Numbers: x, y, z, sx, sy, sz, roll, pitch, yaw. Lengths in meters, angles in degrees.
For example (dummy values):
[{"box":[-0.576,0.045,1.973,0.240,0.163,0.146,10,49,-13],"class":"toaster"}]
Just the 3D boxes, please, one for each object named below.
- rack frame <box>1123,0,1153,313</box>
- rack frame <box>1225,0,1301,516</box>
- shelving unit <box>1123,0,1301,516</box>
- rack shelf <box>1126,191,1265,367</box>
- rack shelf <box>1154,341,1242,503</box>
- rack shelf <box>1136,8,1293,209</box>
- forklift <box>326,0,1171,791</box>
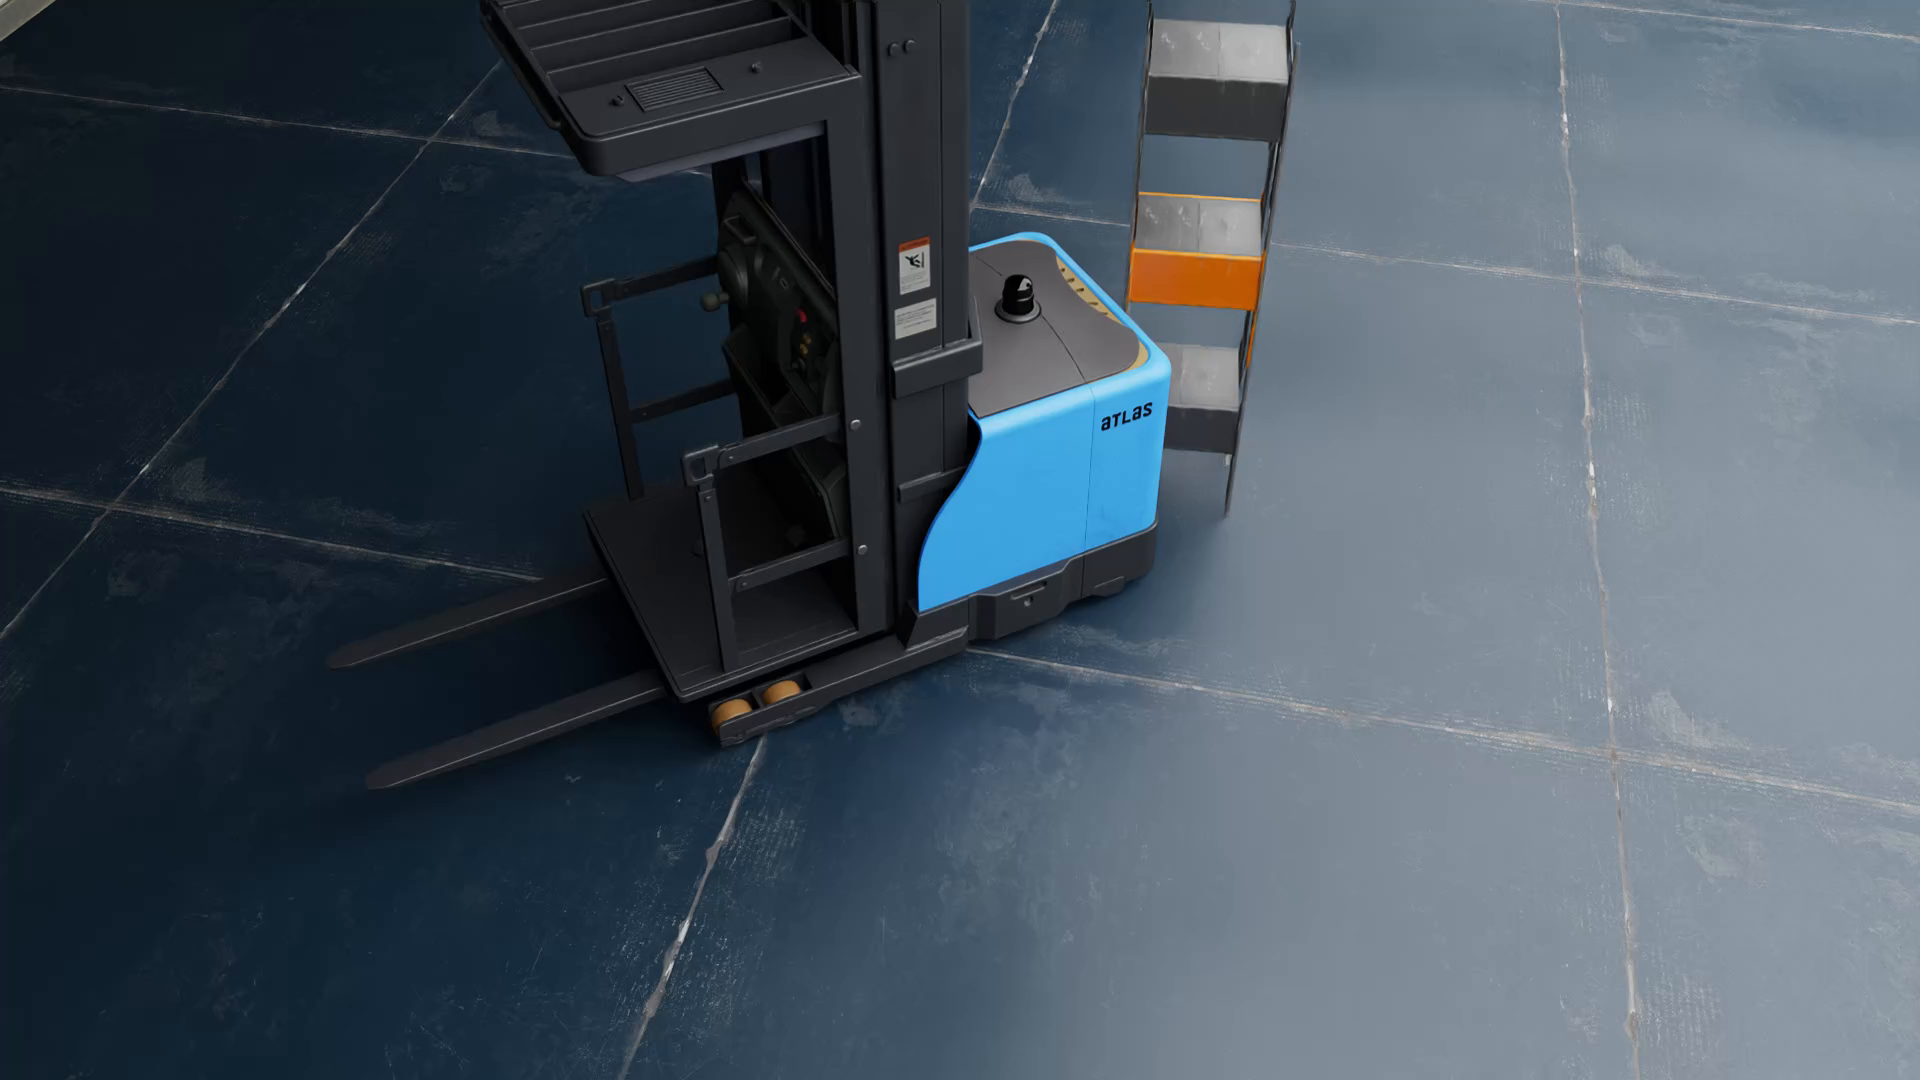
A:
[{"box":[0.639,-1.033,6.309,0.015,2.100,0.400,5,44,5],"class":"rack frame"},{"box":[1.123,-0.992,6.267,0.015,2.100,0.400,5,44,5],"class":"rack frame"},{"box":[0.881,-1.013,6.288,0.503,2.100,0.431,5,44,5],"class":"shelving unit"},{"box":[0.881,-1.003,6.297,0.480,0.518,0.431,5,44,5],"class":"rack shelf"},{"box":[0.881,-0.498,6.783,0.480,0.518,0.431,5,44,5],"class":"rack shelf"},{"box":[0.881,-1.507,5.812,0.480,0.518,0.431,5,44,5],"class":"rack shelf"},{"box":[-0.785,-0.742,5.407,3.031,2.935,1.130,-20,47,-19],"class":"forklift"}]
